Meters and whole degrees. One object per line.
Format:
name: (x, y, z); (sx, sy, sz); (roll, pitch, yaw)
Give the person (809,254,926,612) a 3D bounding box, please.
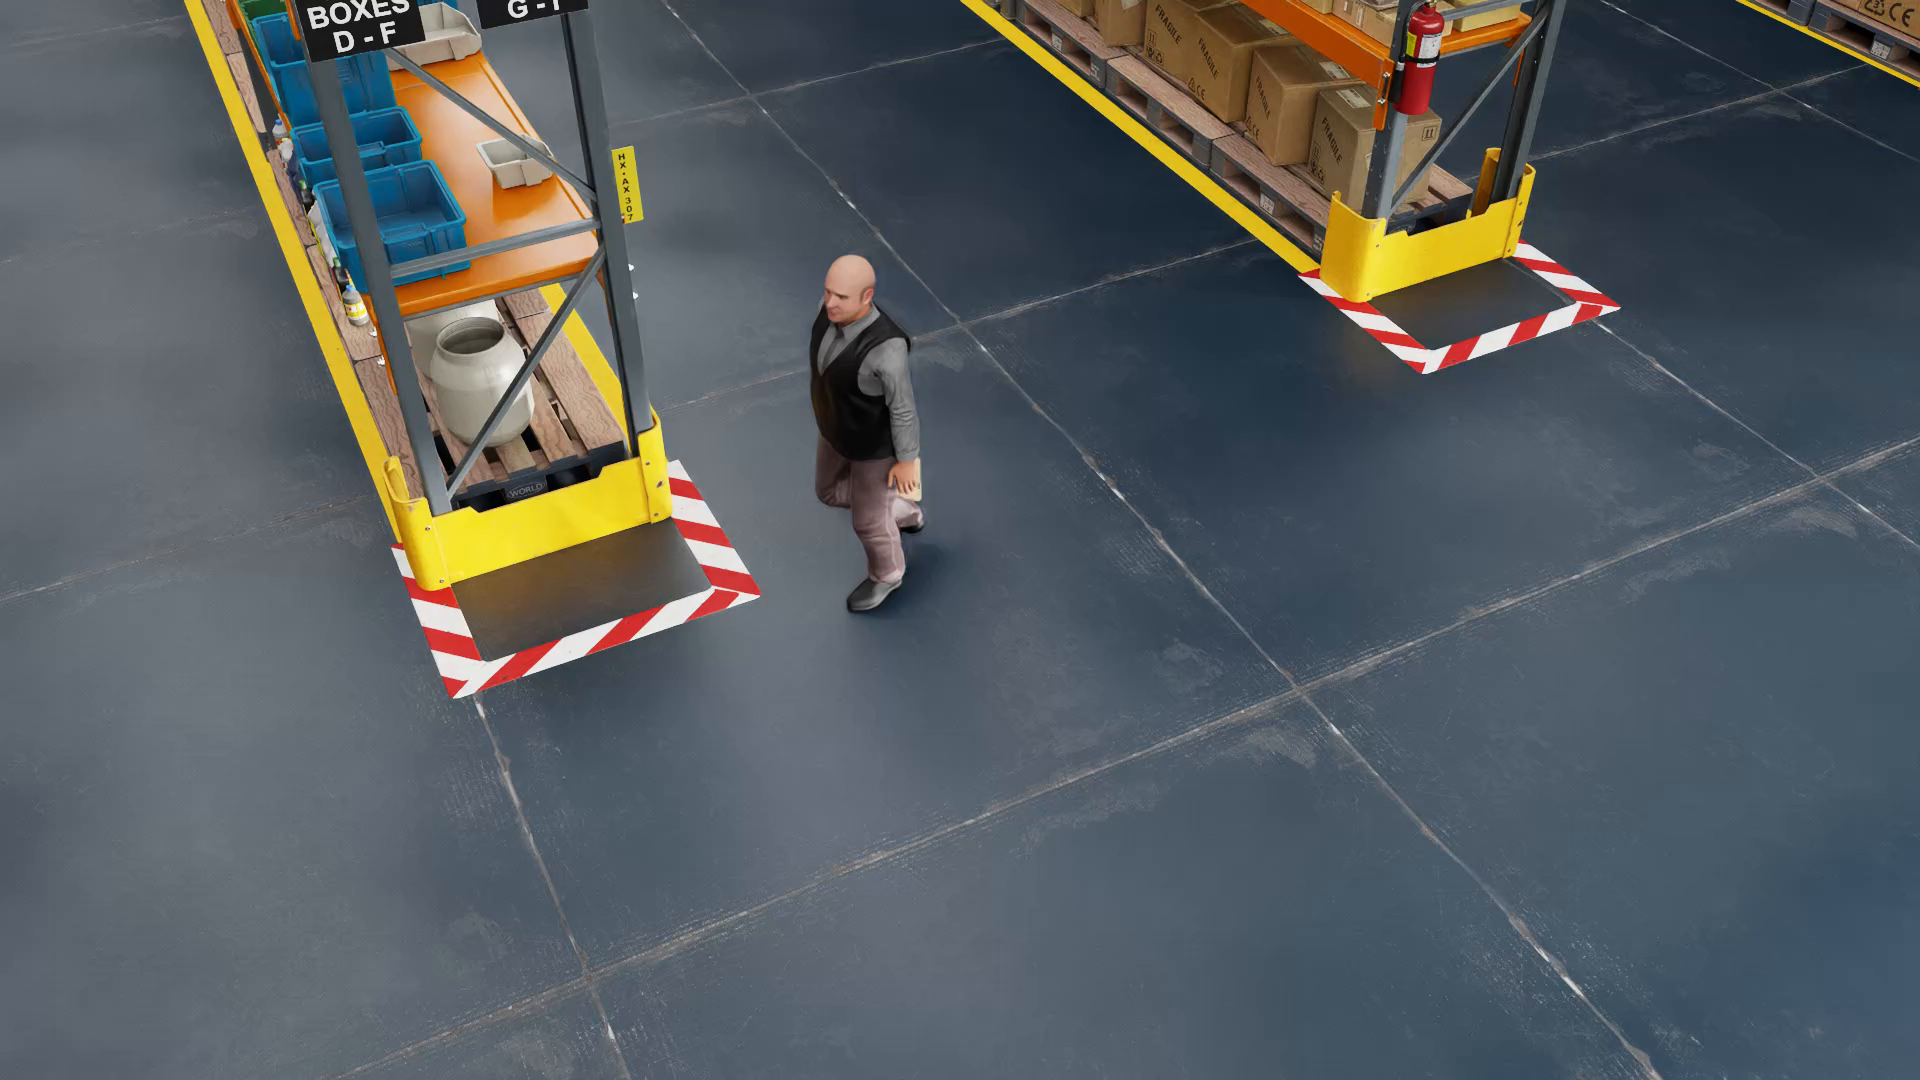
person: (-0.323, -0.454, 6.703); (0.540, 1.712, 0.609); (-24, 46, -25)
